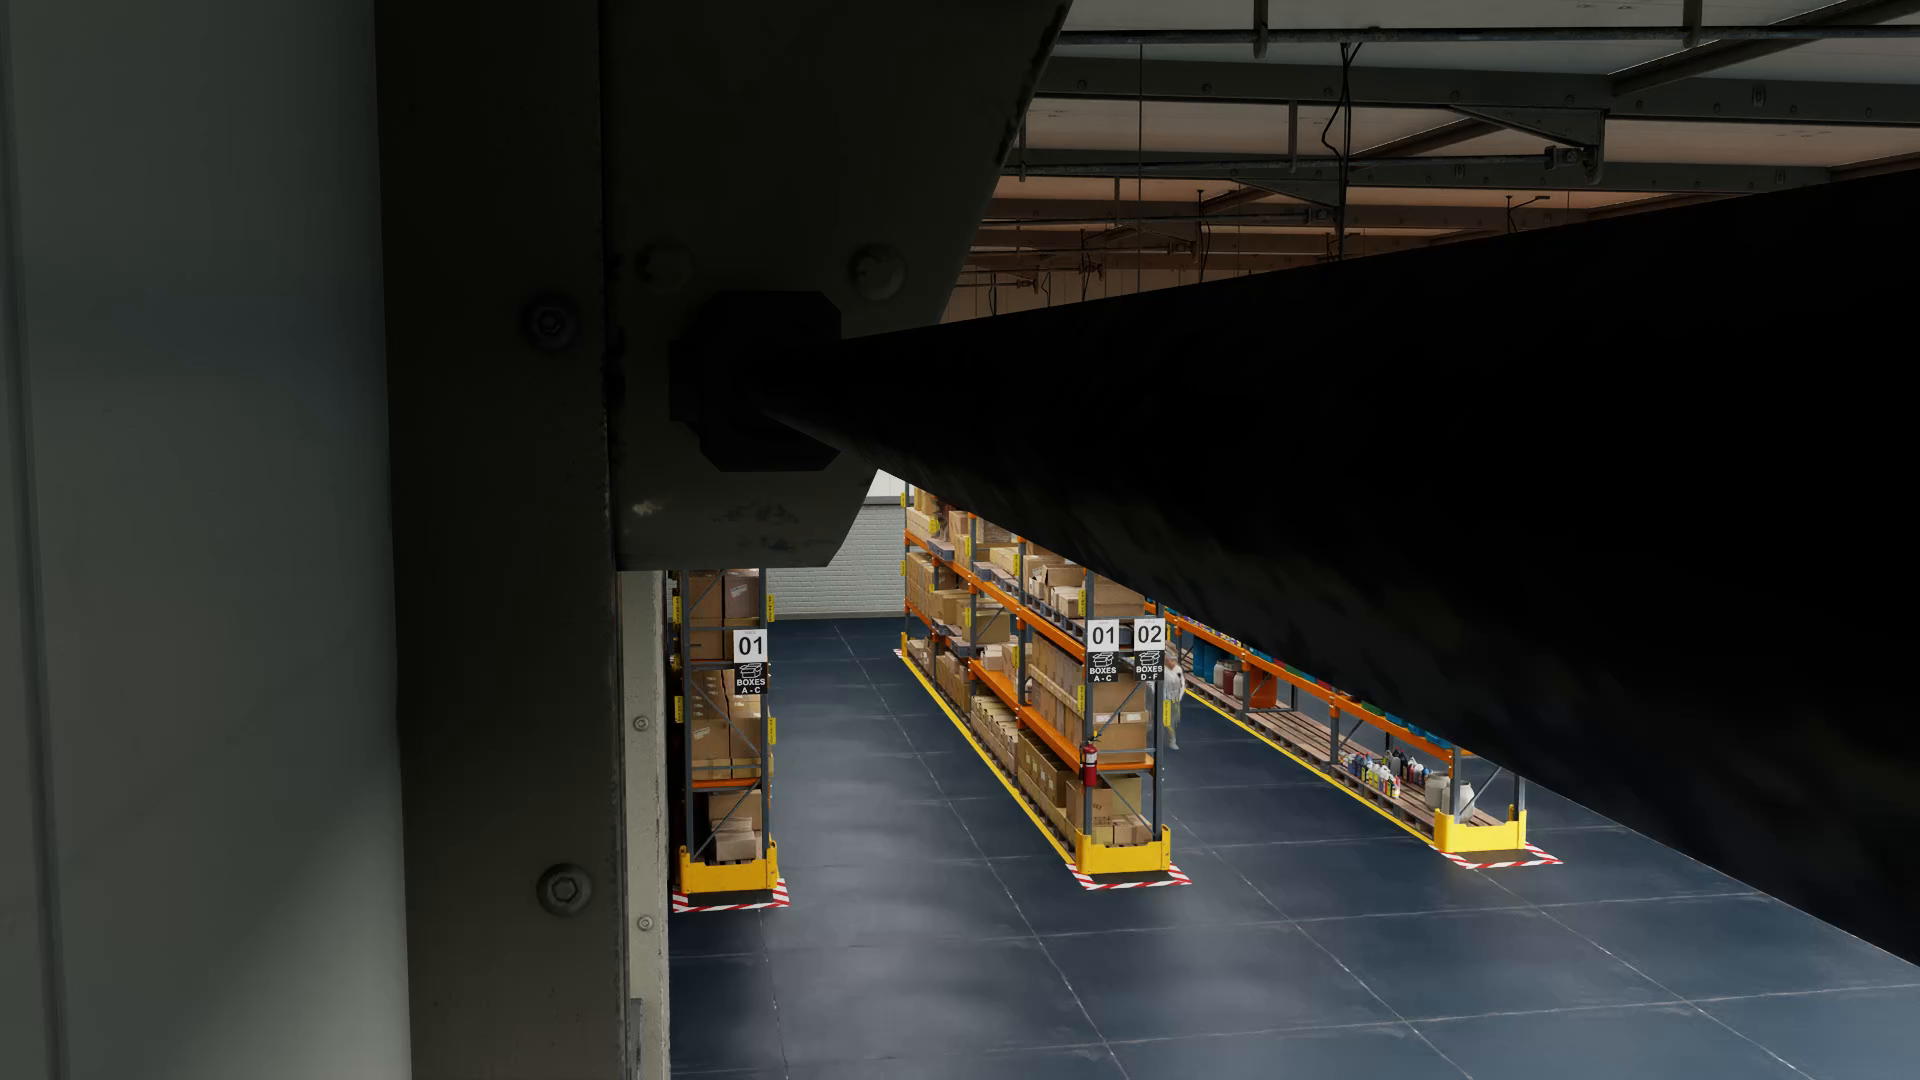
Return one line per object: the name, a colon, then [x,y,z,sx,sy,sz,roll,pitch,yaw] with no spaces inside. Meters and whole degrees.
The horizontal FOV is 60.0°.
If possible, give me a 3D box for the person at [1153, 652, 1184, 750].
person: [3.483,2.662,27.769,0.649,1.649,0.661,-3,7,-24]
